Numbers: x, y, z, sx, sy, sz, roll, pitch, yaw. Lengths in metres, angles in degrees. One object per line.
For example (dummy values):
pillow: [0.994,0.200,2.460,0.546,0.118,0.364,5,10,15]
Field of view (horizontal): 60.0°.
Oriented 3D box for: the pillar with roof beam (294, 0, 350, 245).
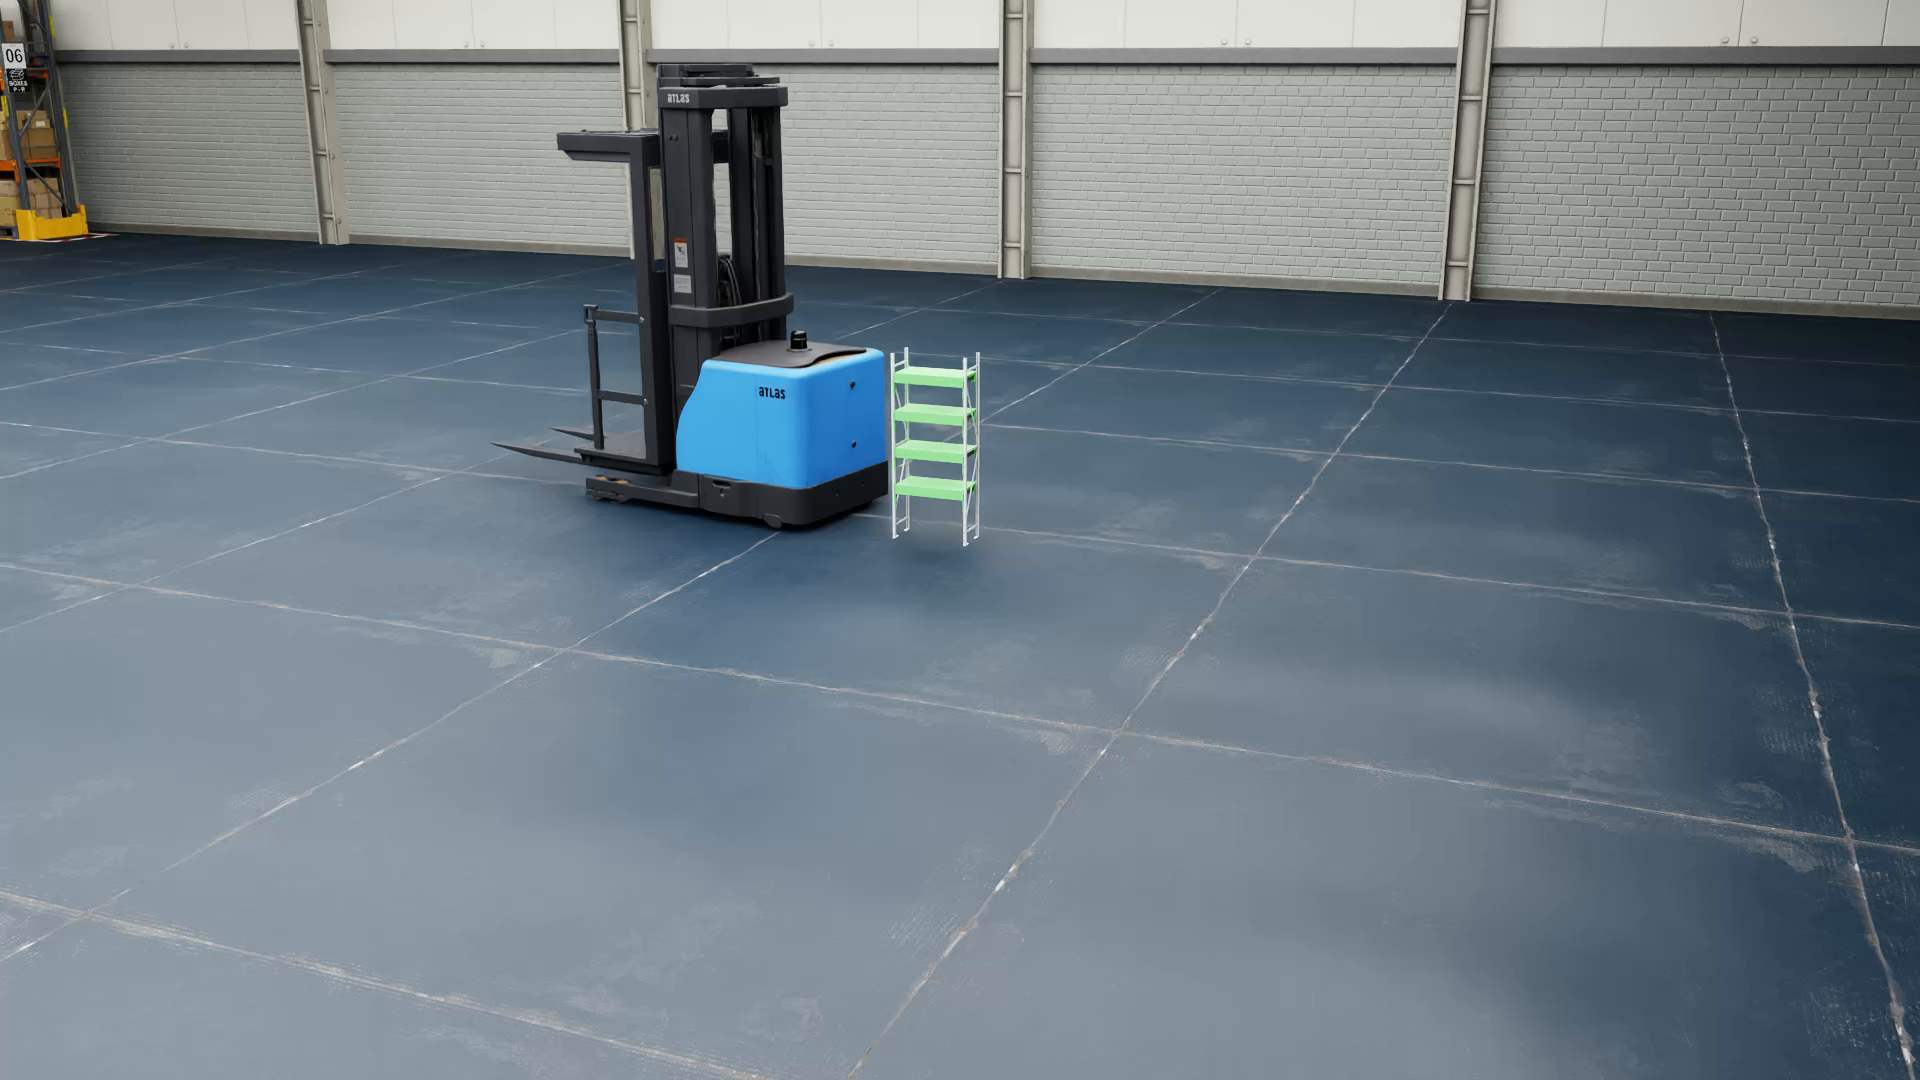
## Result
pillar with roof beam: [-11.975,-8.138,22.566,0.400,9.000,9.100,6,17,21]

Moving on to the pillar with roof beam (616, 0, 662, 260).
pillar with roof beam: [-6.393,-7.524,20.452,0.400,9.000,9.100,6,17,21]

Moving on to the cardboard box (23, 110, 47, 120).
cardboard box: [-15.894,-7.275,28.475,0.250,0.149,0.380,6,17,20]

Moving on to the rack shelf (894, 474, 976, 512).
rack shelf: [-0.154,-0.301,10.649,0.480,0.148,0.258,6,17,21]

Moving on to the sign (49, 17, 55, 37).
sign: [-15.450,-8.724,28.255,0.005,0.325,0.100,6,17,21]

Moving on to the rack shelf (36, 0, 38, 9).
rack shelf: [-17.520,-9.231,28.336,4.000,0.370,1.077,6,17,21]

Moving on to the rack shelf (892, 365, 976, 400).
rack shelf: [-0.154,-0.993,10.449,0.480,0.148,0.258,6,17,21]

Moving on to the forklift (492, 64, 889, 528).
forklift: [-2.020,-1.772,11.519,3.031,2.935,1.130,10,19,30]

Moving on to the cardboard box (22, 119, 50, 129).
cardboard box: [-15.880,-7.144,28.559,0.250,0.149,0.380,6,17,19]

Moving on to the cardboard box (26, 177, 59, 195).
cardboard box: [-16.037,-6.142,28.836,0.500,0.250,0.500,6,17,20]

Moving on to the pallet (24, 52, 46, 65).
pallet: [-16.308,-8.160,28.178,1.213,0.211,1.003,6,17,21]

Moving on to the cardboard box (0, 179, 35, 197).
cardboard box: [-16.202,-6.010,28.381,0.500,0.250,0.500,7,18,22]

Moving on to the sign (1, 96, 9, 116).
sign: [-15.872,-7.213,27.638,0.005,0.325,0.100,6,17,21]

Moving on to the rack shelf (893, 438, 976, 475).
rack shelf: [-0.154,-0.532,10.583,0.480,0.148,0.258,6,17,21]

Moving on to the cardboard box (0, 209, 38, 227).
cardboard box: [-16.213,-5.530,28.520,0.500,0.250,0.500,6,17,21]

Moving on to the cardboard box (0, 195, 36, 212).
cardboard box: [-16.227,-5.773,28.459,0.500,0.250,0.500,6,17,20]

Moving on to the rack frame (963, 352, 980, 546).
rack frame: [0.073,-0.568,10.479,0.015,1.200,0.240,6,17,21]

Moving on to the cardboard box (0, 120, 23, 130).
cardboard box: [-16.085,-7.005,28.080,0.250,0.149,0.380,7,17,21]

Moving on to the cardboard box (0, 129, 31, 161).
cardboard box: [-16.214,-6.713,28.237,0.500,0.500,0.500,6,17,19]

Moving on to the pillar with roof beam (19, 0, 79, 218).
pillar with roof beam: [-17.556,-8.752,24.680,0.400,9.000,9.100,6,17,21]

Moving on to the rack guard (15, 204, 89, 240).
rack guard: [-15.637,-5.480,28.652,0.348,0.500,1.175,6,17,21]

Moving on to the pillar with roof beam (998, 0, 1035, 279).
pillar with roof beam: [-0.812,-6.911,18.338,0.400,9.000,9.100,6,17,21]

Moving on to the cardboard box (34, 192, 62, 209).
cardboard box: [-16.021,-5.906,28.918,0.500,0.250,0.500,7,17,22]

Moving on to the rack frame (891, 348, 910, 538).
rack frame: [-0.381,-0.618,10.651,0.015,1.200,0.240,6,17,21]

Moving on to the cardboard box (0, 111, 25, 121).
cardboard box: [-16.070,-7.167,28.104,0.250,0.149,0.380,6,17,21]

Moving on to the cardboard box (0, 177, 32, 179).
cardboard box: [-16.503,-6.192,29.009,0.500,0.250,0.500,6,17,21]

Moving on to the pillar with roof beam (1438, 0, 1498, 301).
pillar with roof beam: [4.770,-6.297,16.223,0.400,9.000,9.100,6,17,21]

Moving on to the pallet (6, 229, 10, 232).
pallet: [-17.517,-5.536,29.364,1.213,0.211,1.003,6,17,21]

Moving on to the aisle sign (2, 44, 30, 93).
aisle sign: [-15.706,-7.848,27.664,0.004,0.787,0.394,6,17,21]

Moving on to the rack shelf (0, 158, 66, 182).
rack shelf: [-17.520,-6.542,29.117,4.000,0.370,1.077,6,17,21]

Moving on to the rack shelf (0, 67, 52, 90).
rack shelf: [-17.520,-7.982,28.699,4.000,0.370,1.077,6,17,21]

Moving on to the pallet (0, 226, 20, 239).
pallet: [-16.386,-5.411,28.933,1.213,0.211,1.003,6,17,21]

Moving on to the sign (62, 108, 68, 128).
sign: [-15.450,-7.280,28.674,0.005,0.325,0.100,6,17,21]

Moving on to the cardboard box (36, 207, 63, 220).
cardboard box: [-16.045,-5.665,28.985,0.500,0.250,0.500,6,17,21]

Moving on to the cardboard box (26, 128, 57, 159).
cardboard box: [-16.019,-6.853,28.721,0.500,0.500,0.500,7,18,22]

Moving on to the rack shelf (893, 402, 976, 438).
rack shelf: [-0.154,-0.762,10.516,0.480,0.148,0.258,6,17,21]

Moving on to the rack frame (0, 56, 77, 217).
rack frame: [-15.660,-6.683,28.312,0.127,3.000,1.000,6,17,21]

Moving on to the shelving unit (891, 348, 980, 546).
shelving unit: [-0.154,-0.593,10.565,0.503,1.200,0.258,6,17,21]

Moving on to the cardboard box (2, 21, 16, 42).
cardboard box: [-16.161,-8.403,27.746,0.500,0.500,0.500,7,18,22]

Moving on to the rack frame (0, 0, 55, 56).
rack frame: [-15.660,-9.564,27.476,0.127,3.000,1.000,6,17,21]

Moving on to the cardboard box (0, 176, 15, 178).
cardboard box: [-16.965,-6.246,29.195,0.500,0.250,0.500,6,17,20]
